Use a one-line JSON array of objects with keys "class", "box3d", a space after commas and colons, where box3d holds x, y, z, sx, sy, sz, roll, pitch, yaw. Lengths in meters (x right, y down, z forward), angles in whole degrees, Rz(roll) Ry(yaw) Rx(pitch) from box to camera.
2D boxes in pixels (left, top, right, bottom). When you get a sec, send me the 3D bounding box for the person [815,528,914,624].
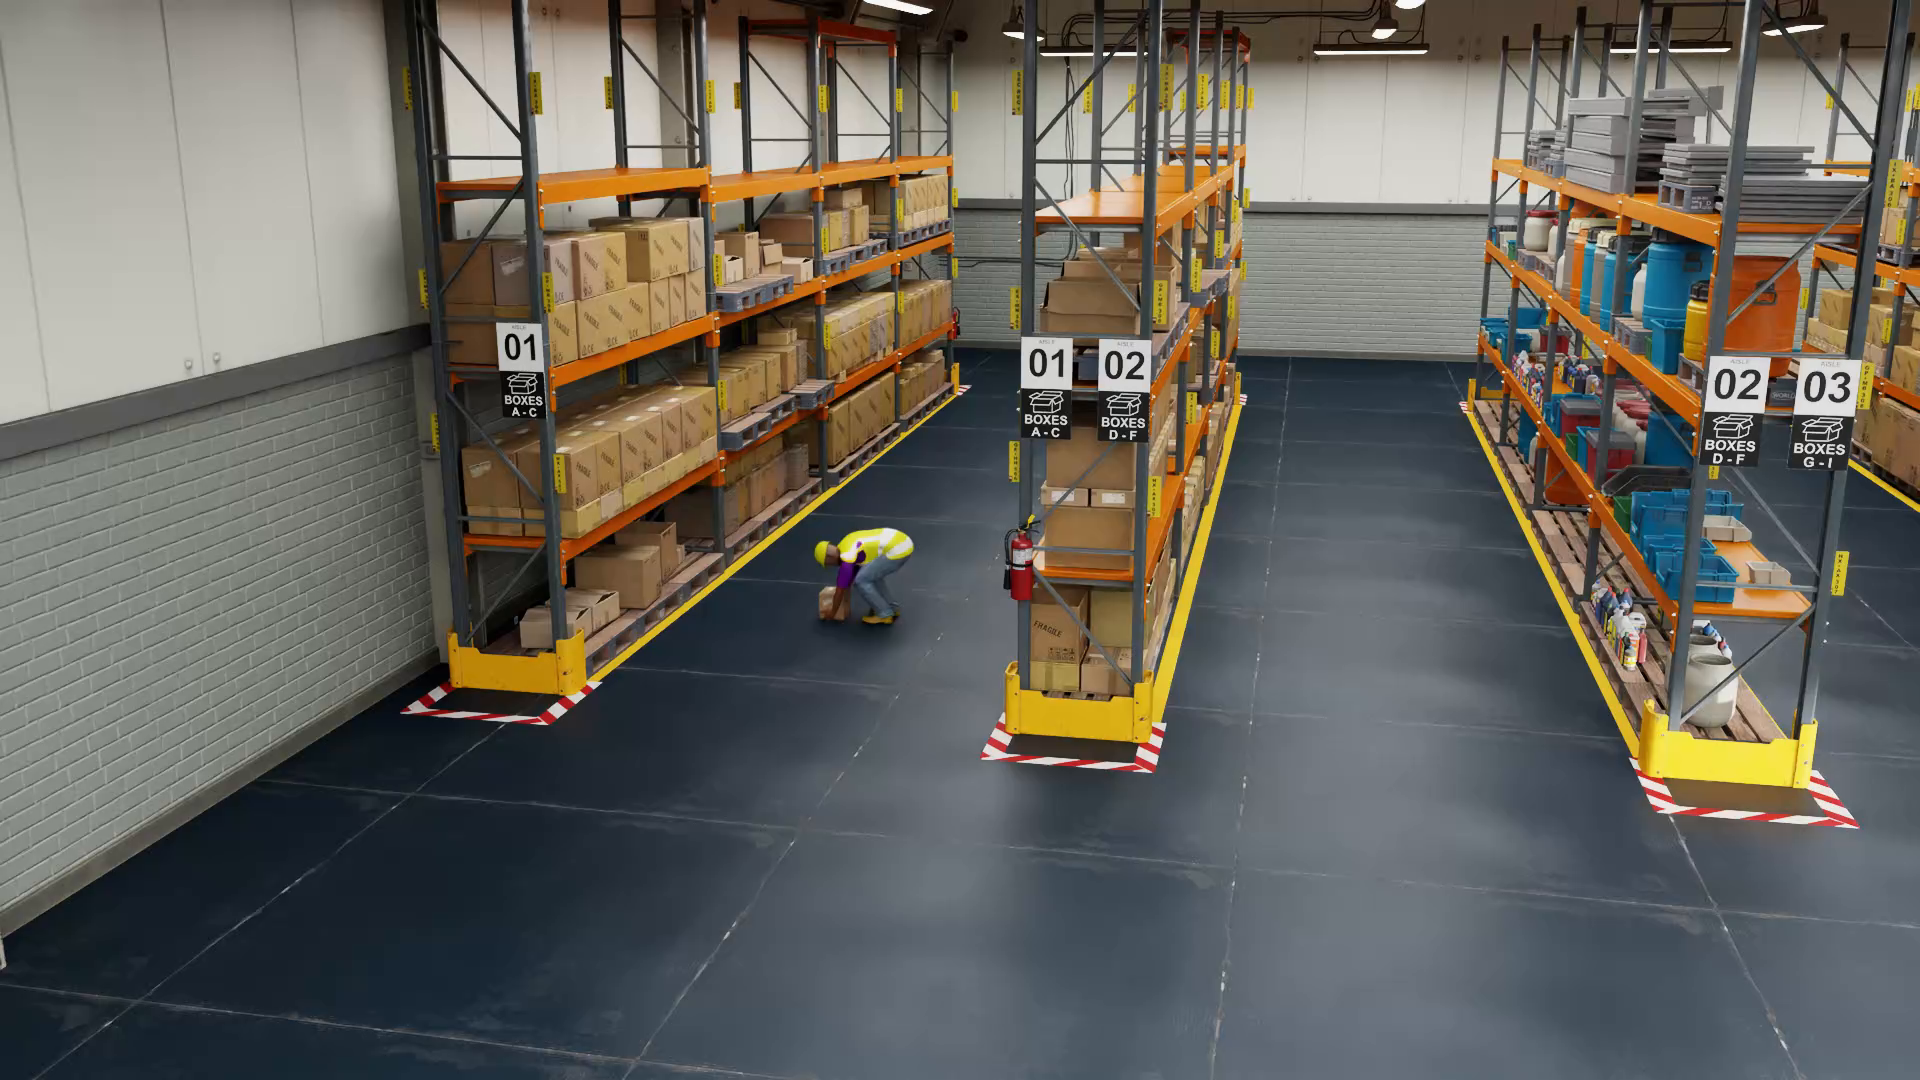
[{"class": "person", "box3d": [-0.948, 0.337, 16.372, 0.976, 0.915, 0.509, 2, 15, 9]}]
